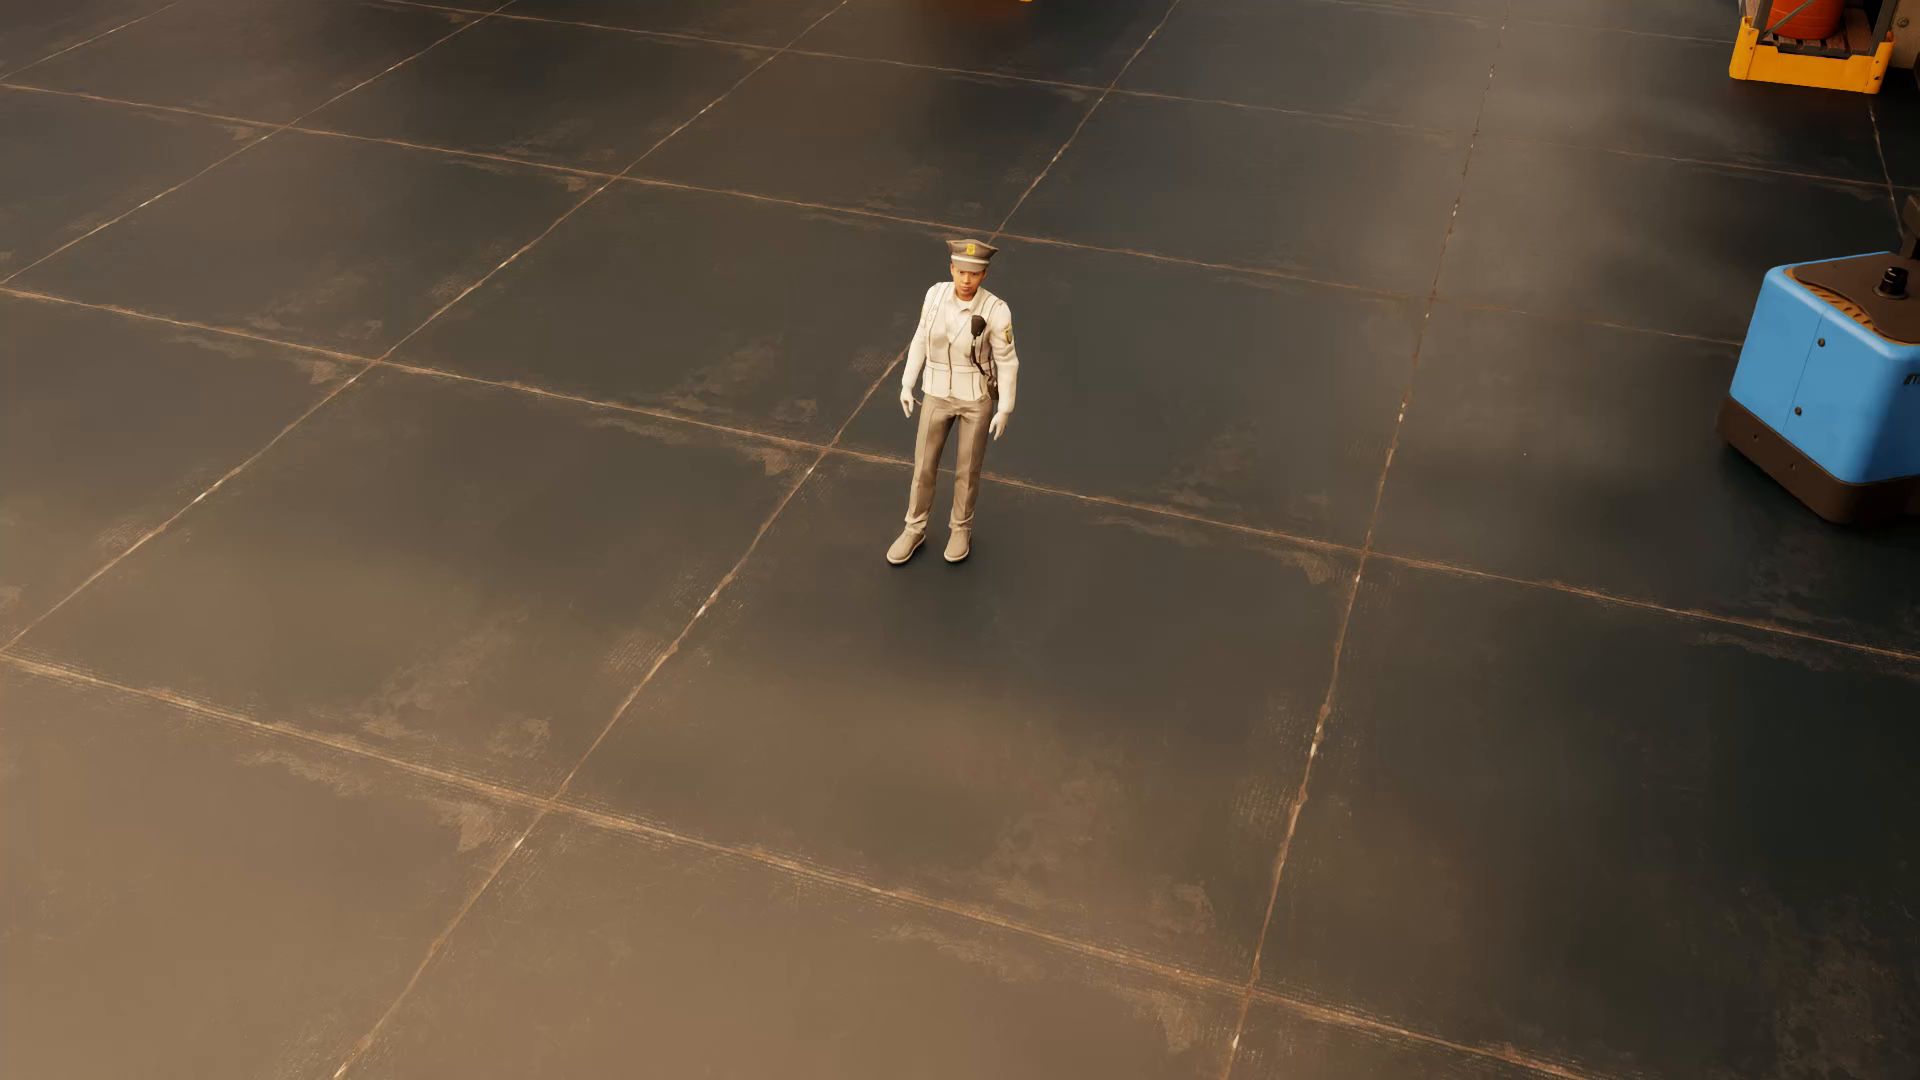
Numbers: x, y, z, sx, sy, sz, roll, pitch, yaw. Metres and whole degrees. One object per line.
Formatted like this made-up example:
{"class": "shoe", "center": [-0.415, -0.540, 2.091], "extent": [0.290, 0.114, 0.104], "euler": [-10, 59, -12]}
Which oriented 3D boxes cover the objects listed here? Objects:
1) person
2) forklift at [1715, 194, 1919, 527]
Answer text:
{"class": "person", "center": [-0.030, -0.661, 8.099], "extent": [0.586, 1.694, 0.530], "euler": [12, 37, 16]}
{"class": "forklift", "center": [5.842, -1.733, 8.554], "extent": [3.031, 2.935, 1.130], "euler": [-9, 36, -13]}
